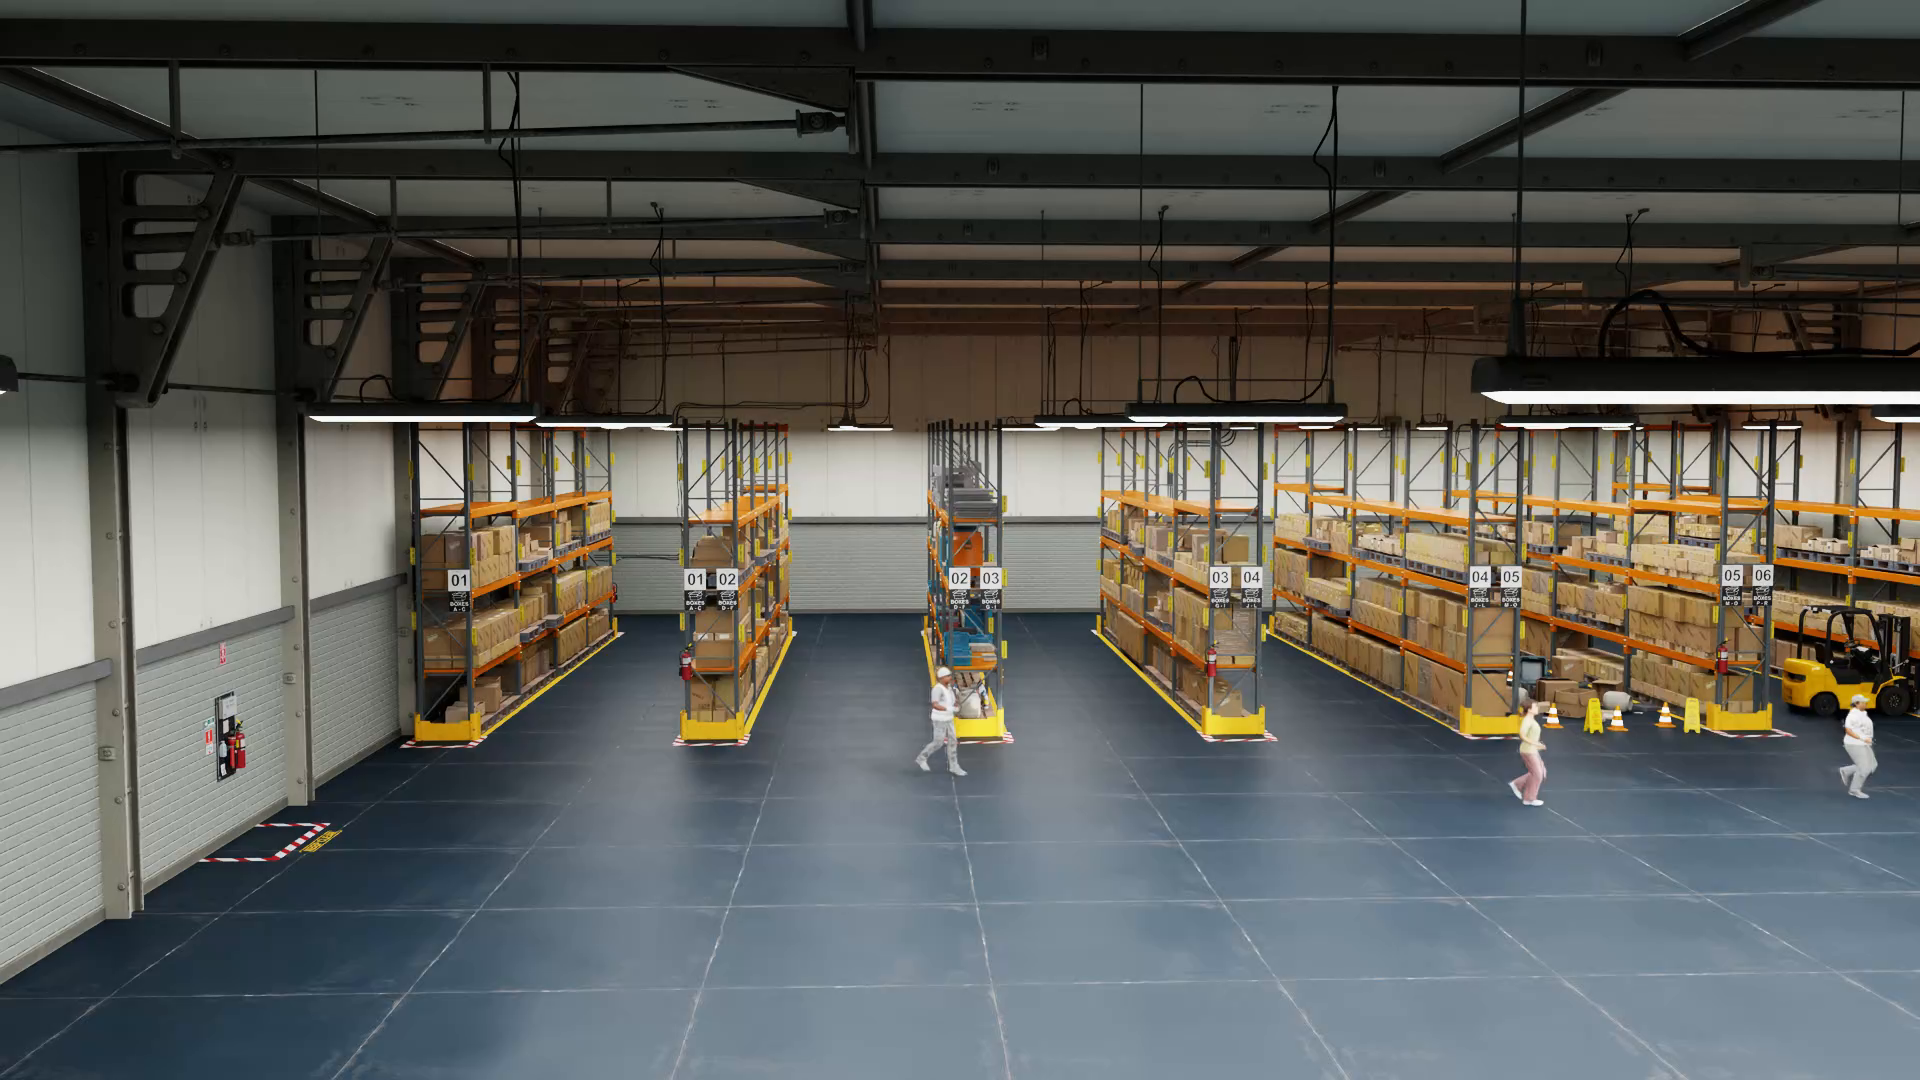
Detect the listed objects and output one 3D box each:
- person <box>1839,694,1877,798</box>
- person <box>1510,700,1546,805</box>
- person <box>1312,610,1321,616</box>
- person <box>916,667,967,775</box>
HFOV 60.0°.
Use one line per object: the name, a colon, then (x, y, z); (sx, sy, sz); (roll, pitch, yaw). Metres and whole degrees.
person: (14.160, 3.248, 26.258); (0.609, 1.616, 0.554); (-4, 5, -44)
person: (8.755, 3.266, 25.619); (0.547, 1.628, 0.602); (2, 4, 25)
person: (10.366, 1.738, 48.776); (0.712, 1.711, 0.554); (-3, 5, -42)
person: (-0.308, 3.035, 27.917); (0.877, 1.804, 0.709); (1, 4, 22)
